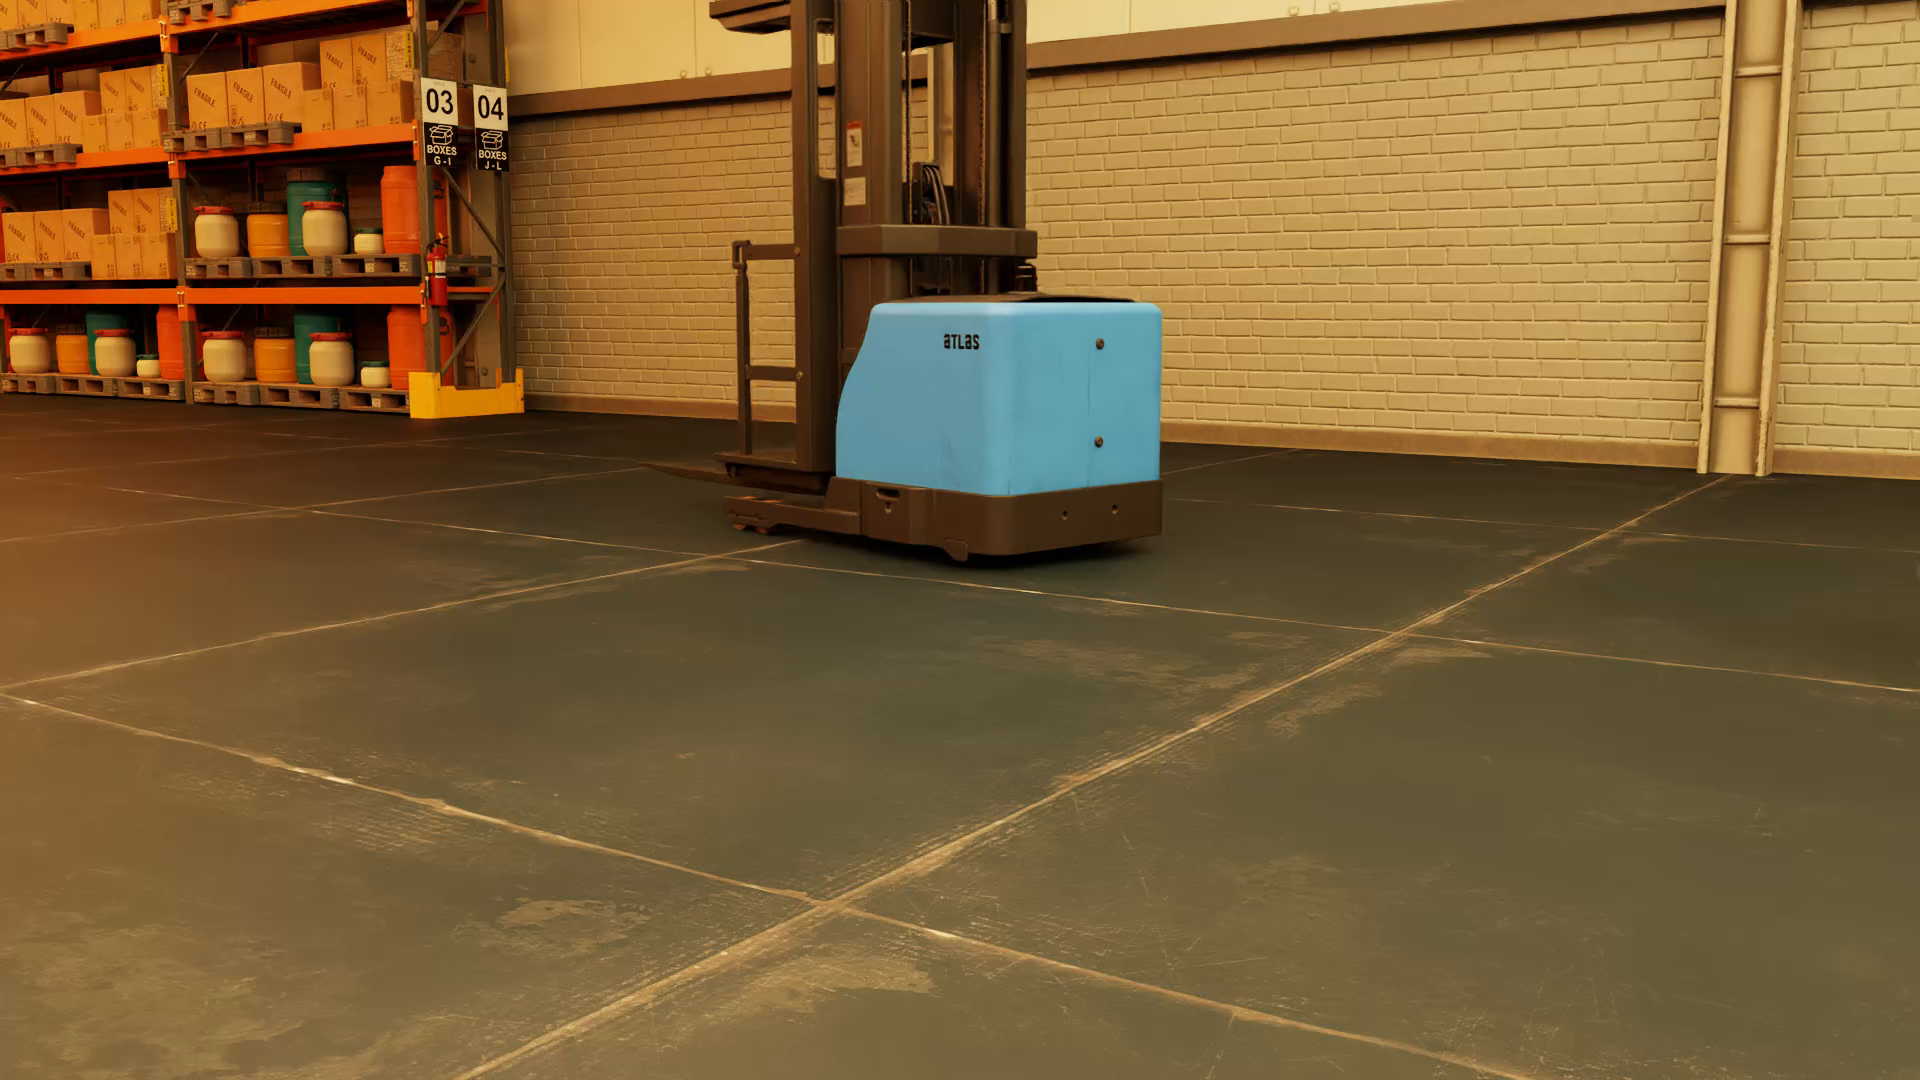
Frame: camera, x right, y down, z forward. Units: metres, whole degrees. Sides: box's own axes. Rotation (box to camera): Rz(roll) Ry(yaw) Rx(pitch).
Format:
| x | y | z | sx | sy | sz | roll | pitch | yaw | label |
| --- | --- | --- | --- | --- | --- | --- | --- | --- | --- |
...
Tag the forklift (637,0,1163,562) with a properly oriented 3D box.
| x | y | z | sx | sy | sz | roll | pitch | yaw | label |
| --- | --- | --- | --- | --- | --- | --- | --- | --- | --- |
| -0.474 | -1.519 | 7.871 | 1.130 | 2.935 | 3.031 | -7 | 11 | -42 | forklift |
